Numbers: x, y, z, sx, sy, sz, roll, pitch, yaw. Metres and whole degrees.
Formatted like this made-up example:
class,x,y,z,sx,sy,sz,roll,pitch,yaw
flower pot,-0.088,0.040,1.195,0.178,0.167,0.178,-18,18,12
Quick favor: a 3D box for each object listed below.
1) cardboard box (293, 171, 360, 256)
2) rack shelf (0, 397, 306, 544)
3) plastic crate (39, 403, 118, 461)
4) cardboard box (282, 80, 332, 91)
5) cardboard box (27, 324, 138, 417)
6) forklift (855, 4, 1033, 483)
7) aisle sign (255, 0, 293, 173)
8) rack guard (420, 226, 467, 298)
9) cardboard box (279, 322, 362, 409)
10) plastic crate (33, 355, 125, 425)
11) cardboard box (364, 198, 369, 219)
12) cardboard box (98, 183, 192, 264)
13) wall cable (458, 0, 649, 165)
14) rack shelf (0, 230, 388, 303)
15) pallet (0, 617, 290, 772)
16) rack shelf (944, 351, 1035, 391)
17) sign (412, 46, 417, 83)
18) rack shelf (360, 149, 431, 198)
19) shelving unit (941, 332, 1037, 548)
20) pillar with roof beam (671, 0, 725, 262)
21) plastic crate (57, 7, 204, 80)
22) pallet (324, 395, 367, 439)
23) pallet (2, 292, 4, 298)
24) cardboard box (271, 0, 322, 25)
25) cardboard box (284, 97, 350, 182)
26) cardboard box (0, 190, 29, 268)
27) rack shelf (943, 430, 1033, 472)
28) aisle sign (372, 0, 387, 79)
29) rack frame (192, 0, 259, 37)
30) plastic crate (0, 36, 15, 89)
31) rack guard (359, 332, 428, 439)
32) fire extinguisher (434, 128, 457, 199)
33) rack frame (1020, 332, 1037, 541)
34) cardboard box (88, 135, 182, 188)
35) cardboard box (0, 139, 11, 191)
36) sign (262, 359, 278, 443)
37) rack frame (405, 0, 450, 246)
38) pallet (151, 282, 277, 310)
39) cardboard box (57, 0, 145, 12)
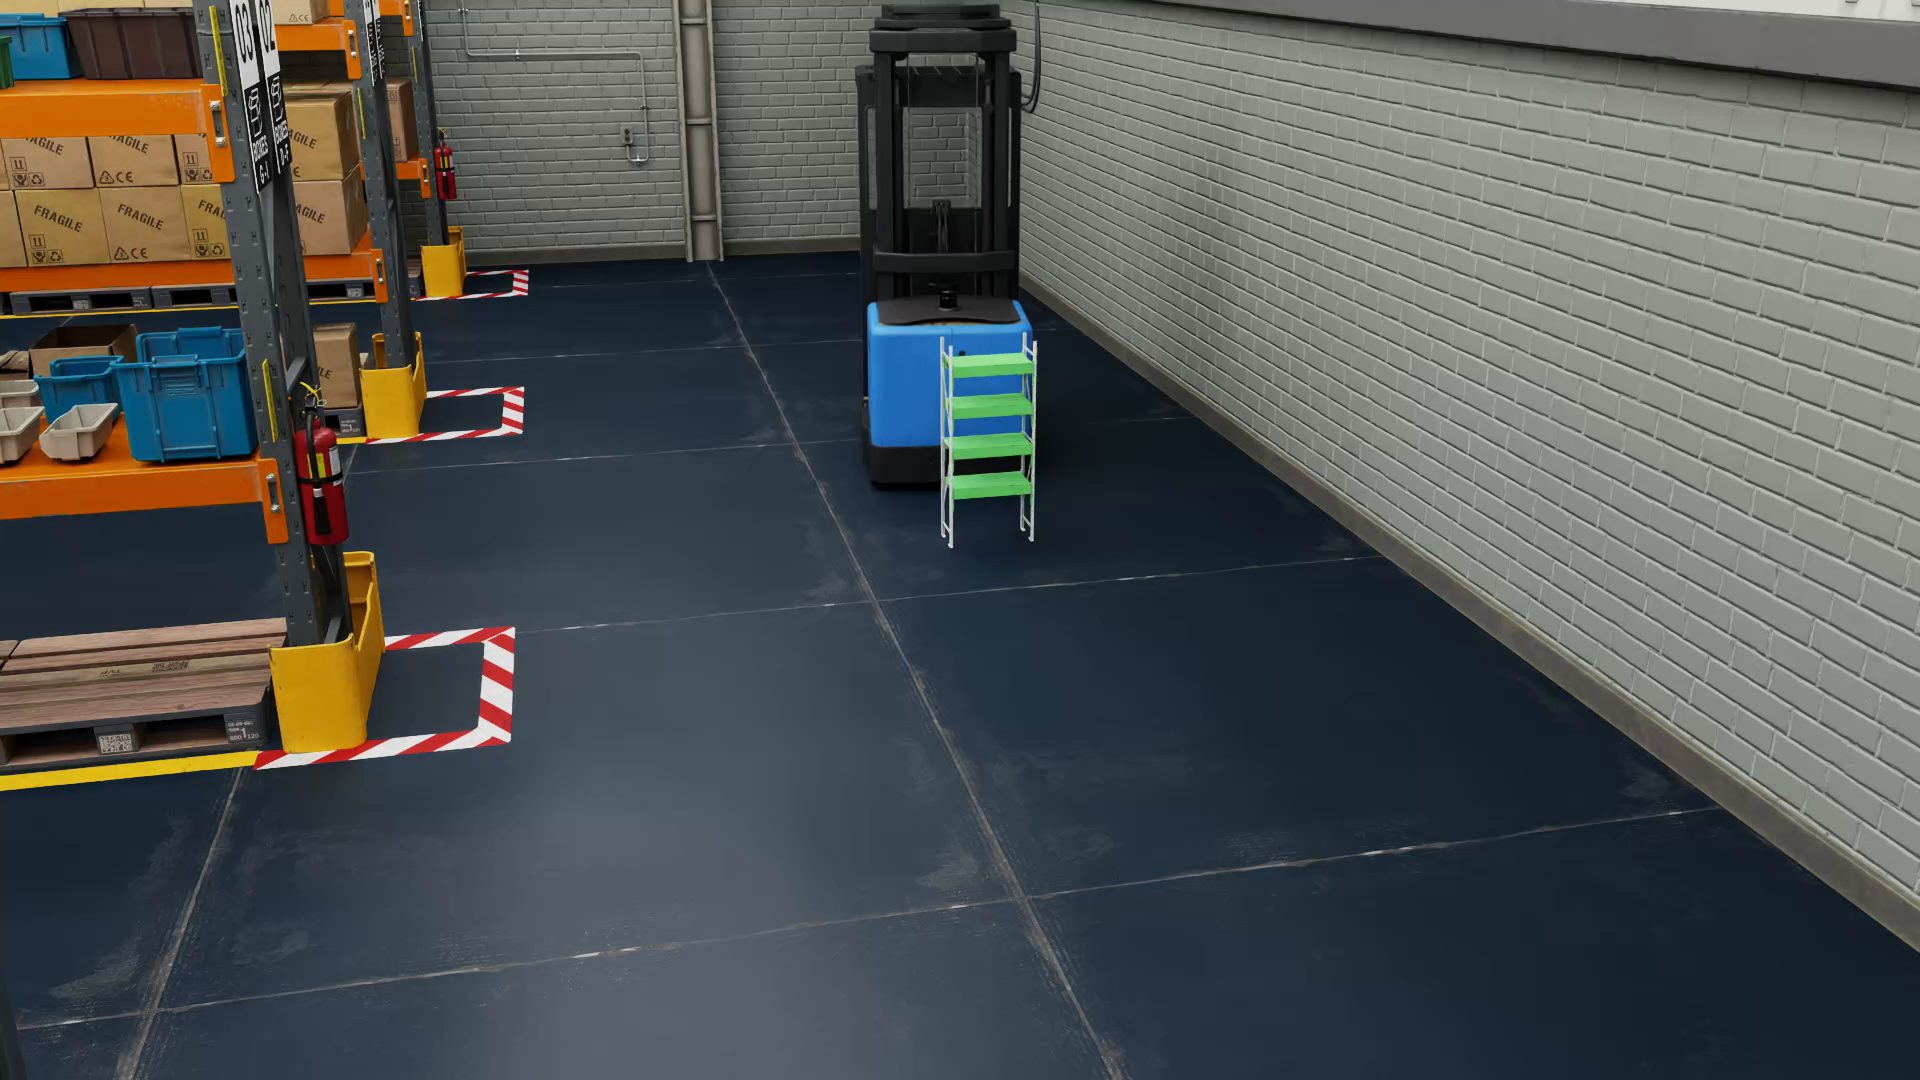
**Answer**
class,x,y,z,sx,sy,sz,roll,pitch,yaw
cardboard box,-4.455,-2.250,11.452,0.500,0.500,0.500,-4,20,-11
rack shelf,-4.892,-0.176,6.979,4.000,0.370,1.077,-5,21,-12
plastic crate,-3.697,-0.451,6.981,0.243,0.136,0.396,-5,21,-12
cardboard box,-6.425,-4.024,16.002,0.700,0.700,0.980,-5,21,-13
cardboard box,-6.147,-1.198,11.714,0.637,0.503,0.797,-5,21,-12
forklift,-0.157,-2.199,11.557,1.130,2.935,3.031,-1,20,-4
aisle sign,-2.944,-1.997,7.127,0.004,0.787,0.394,-5,21,-12
rack guard,-5.202,-2.816,16.775,0.348,0.500,1.175,-5,21,-12
cardboard box,-4.554,-1.237,11.826,0.500,0.500,0.500,-5,21,-12
plastic crate,-3.902,-0.660,7.411,0.300,0.233,0.416,-5,21,-12
cardboard box,-5.808,-3.304,16.553,0.250,0.149,0.380,-5,21,-12
cardboard box,-5.446,-2.171,11.234,0.500,0.500,0.500,-4,21,-12
wall cable,-4.197,-4.883,17.306,1.851,1.984,0.084,-5,21,-12
rack shelf,-6.028,-1.834,11.506,4.000,0.370,1.077,-5,21,-12
pallet,-3.757,0.690,7.624,1.213,0.211,1.003,-5,21,-12
rack shelf,0.161,-0.967,9.501,0.480,0.148,0.258,-5,21,-12
sign,-5.114,-4.460,15.601,0.005,0.325,0.100,-5,21,-12
rack shelf,-7.172,-3.492,16.032,4.000,0.370,1.077,-5,21,-12
shelving unit,0.161,-0.576,9.644,0.503,1.200,0.258,-5,21,-12
pillar with roof beam,-1.806,-5.867,12.748,0.400,9.000,9.100,-5,21,-12
plastic crate,-3.384,-2.082,6.965,0.590,0.269,0.497,-5,21,-12
pallet,-4.931,-0.951,12.105,1.213,0.211,1.003,-5,21,-12
pallet,-9.851,-2.276,15.720,1.213,0.211,1.003,-5,21,-12
cardboard box,-4.521,-3.539,10.972,0.500,0.250,0.500,-5,21,-12
cardboard box,-4.452,-2.719,11.278,0.500,0.500,0.500,-5,21,-13
cardboard box,-6.431,-2.090,11.014,0.500,0.500,0.500,-5,21,-13
rack shelf,0.161,-0.516,9.666,0.480,0.148,0.258,-5,21,-12
aisle sign,-4.083,-3.654,11.650,0.004,0.787,0.394,-5,21,-12
rack frame,-2.946,-3.489,6.255,0.127,3.000,1.000,-5,21,-12
plastic crate,-3.840,-1.807,6.334,0.336,0.188,0.450,-5,21,-12
rack guard,-4.156,-1.150,12.228,0.348,0.500,1.175,-5,21,-12
fire extinguisher,-4.972,-3.634,16.028,0.183,0.674,0.296,-5,21,-12
rack frame,0.399,-0.596,9.697,0.015,1.200,0.240,-5,21,-12
cardboard box,-5.446,-2.636,11.052,0.500,0.500,0.500,-4,21,-11
cardboard box,-6.449,-2.554,10.828,0.500,0.500,0.500,-5,21,-14
sign,-2.803,-0.565,6.760,0.005,0.325,0.100,-5,21,-12
rack frame,-5.225,-3.988,16.340,0.127,3.000,1.000,-5,21,-12
pallet,-7.170,-2.494,16.315,1.213,0.211,1.003,-5,21,-12
cardboard box,-5.494,-3.459,10.754,0.500,0.250,0.500,-5,21,-12
